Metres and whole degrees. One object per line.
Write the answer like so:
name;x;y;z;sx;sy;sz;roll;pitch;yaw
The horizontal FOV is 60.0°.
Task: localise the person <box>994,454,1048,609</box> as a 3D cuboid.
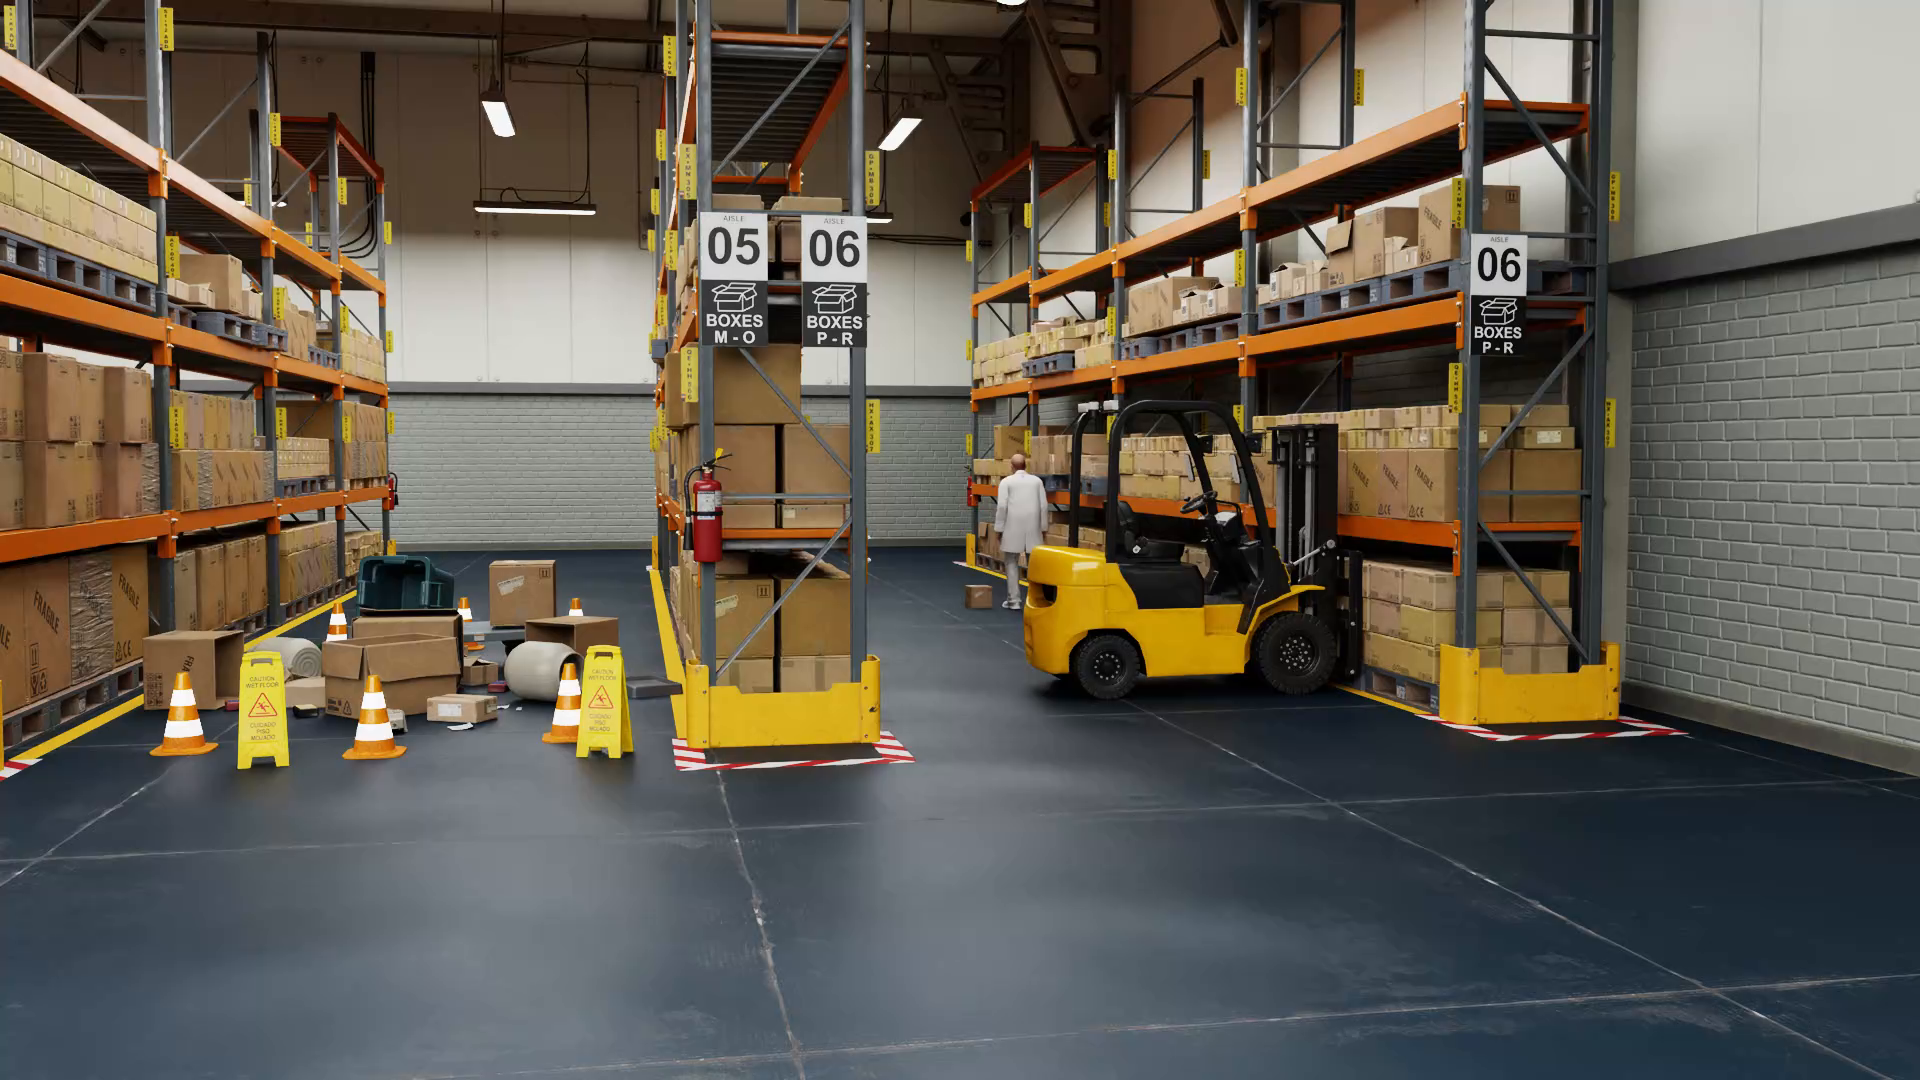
person;0.700;-0.097;19.029;0.646;1.772;0.428;-1;3;-14
